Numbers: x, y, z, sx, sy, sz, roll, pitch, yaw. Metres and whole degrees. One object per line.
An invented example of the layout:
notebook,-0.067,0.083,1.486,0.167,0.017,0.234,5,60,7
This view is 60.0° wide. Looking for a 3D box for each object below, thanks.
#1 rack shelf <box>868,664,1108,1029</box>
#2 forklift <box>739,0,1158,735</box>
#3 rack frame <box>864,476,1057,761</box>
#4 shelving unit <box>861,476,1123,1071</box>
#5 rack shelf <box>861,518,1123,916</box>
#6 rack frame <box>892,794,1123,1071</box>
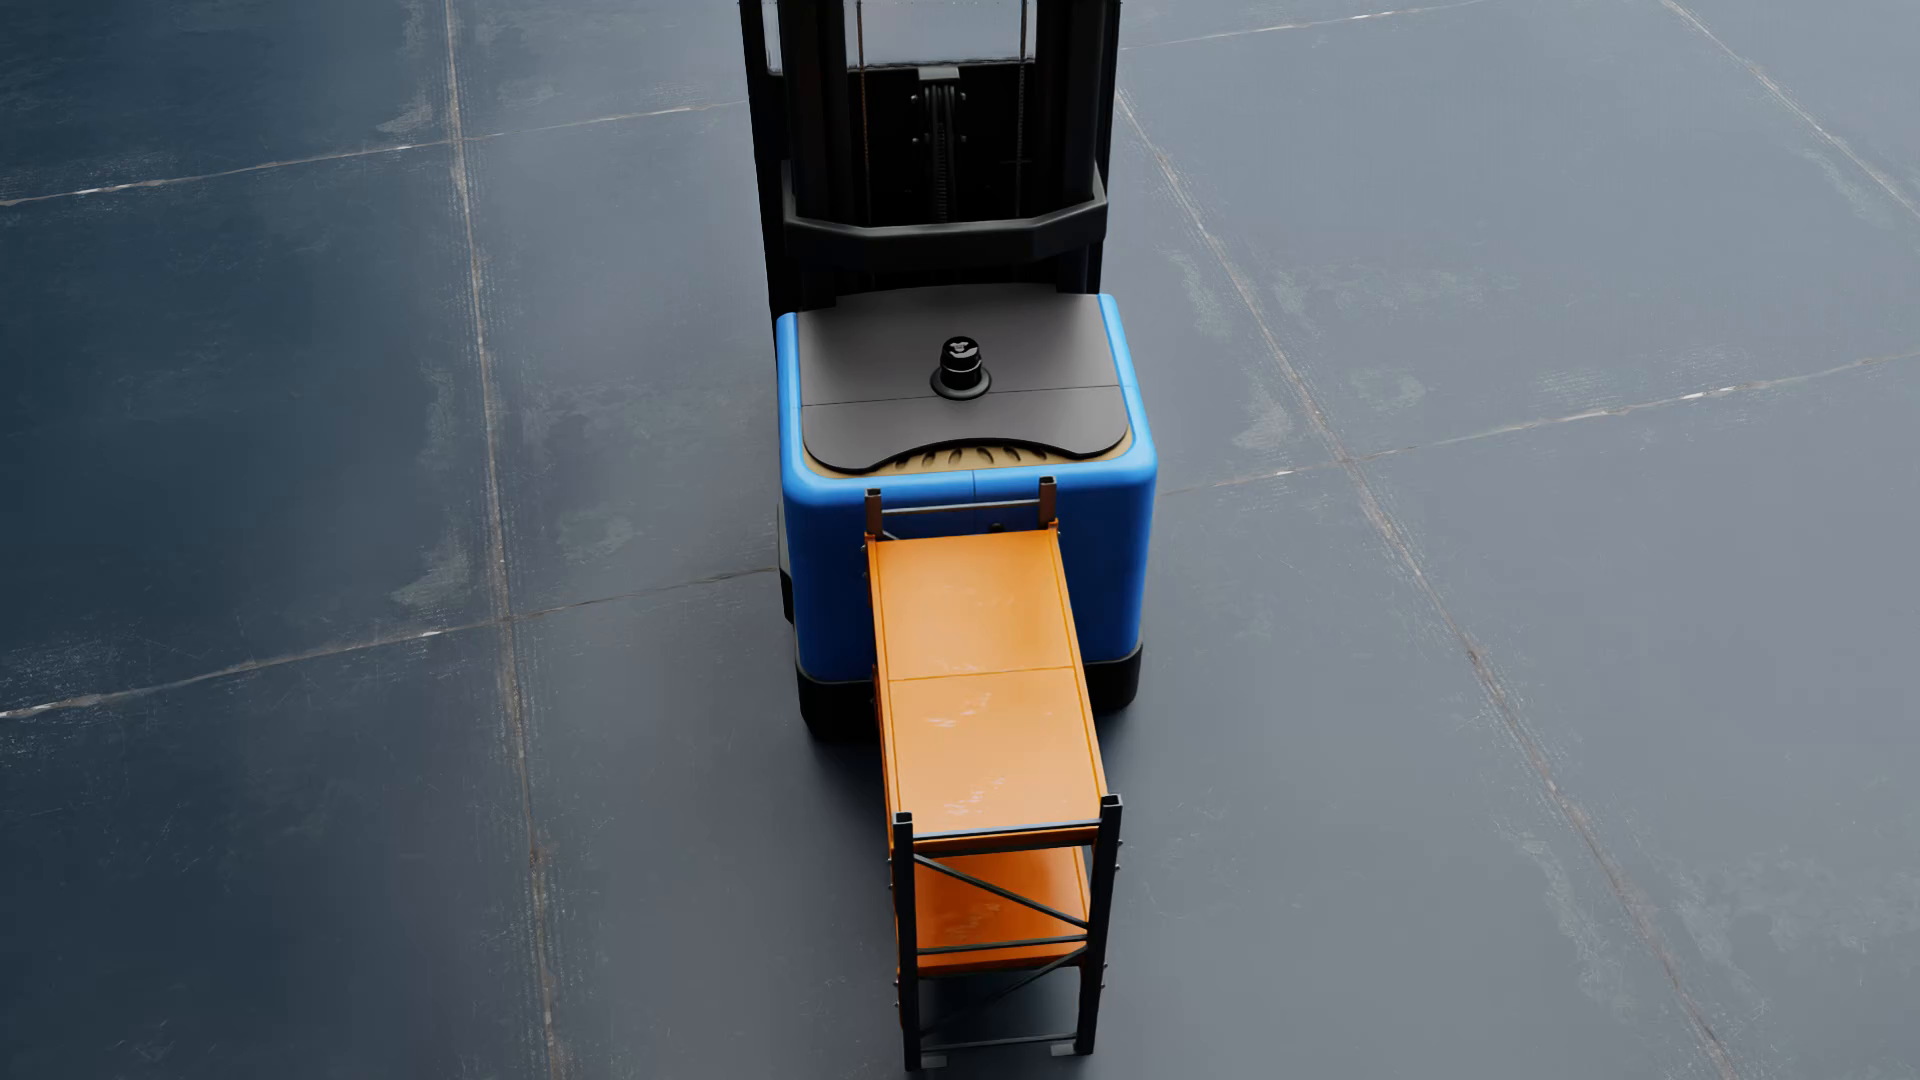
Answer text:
rack shelf,0.053,0.786,4.534,0.538,0.278,1.000,-4,46,-4
forklift,-0.109,-1.488,5.156,1.130,2.935,3.031,-4,46,-4
rack frame,0.002,0.254,4.713,0.500,1.125,0.032,-4,46,-4
shelving unit,0.053,0.615,4.359,0.538,1.125,1.048,-4,46,-4
rack shelf,0.053,0.410,4.150,0.538,0.278,1.000,-4,46,-4
rack frame,0.103,0.977,4.005,0.500,1.125,0.032,-4,46,-4
